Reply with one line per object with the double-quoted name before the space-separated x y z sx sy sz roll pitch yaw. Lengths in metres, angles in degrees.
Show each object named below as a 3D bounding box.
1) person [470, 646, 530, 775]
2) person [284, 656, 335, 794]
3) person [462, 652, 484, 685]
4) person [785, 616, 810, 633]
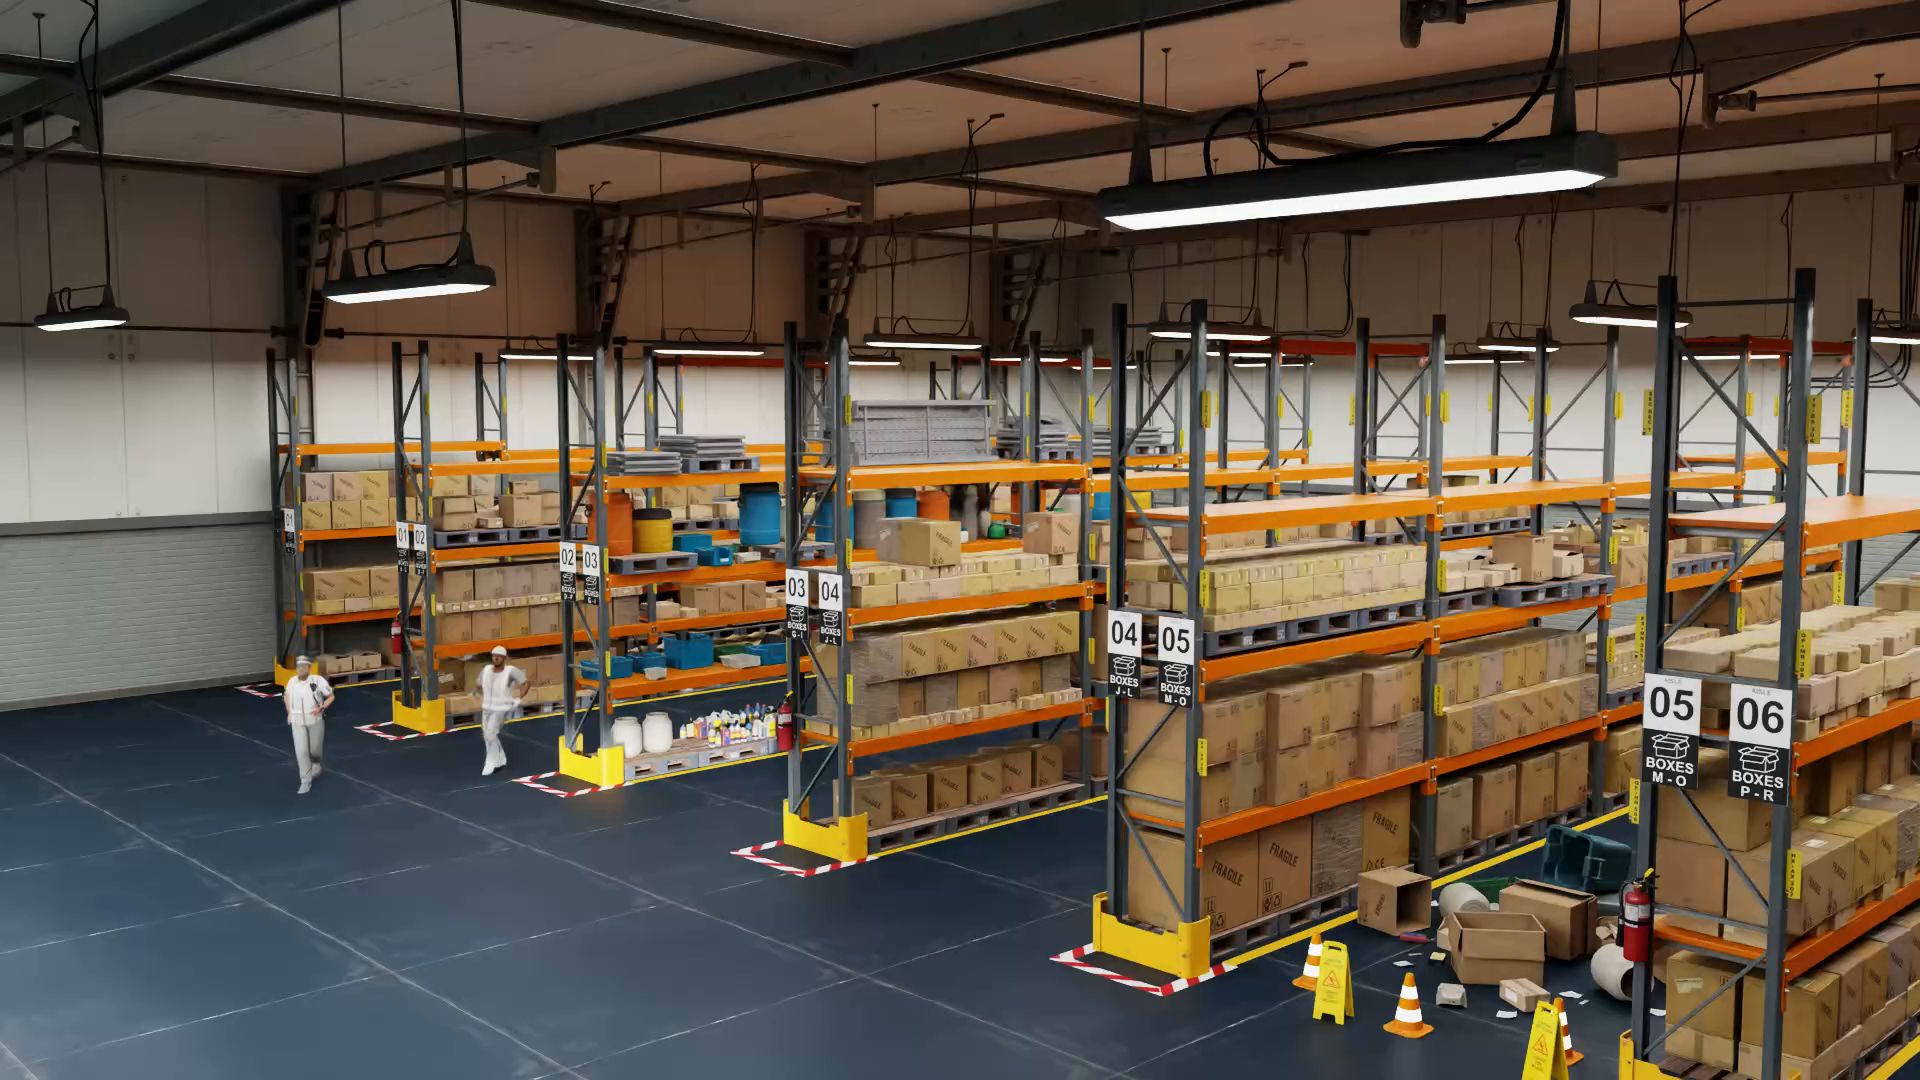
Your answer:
"person" -6.370 2.343 22.831 0.733 1.778 0.673 2 5 22
"person" -8.592 2.399 21.929 0.654 1.787 0.751 -1 5 -10
"person" -8.157 1.814 28.155 0.655 1.817 0.910 4 7 42
"person" -3.318 1.352 34.484 0.582 1.726 0.775 4 6 36
